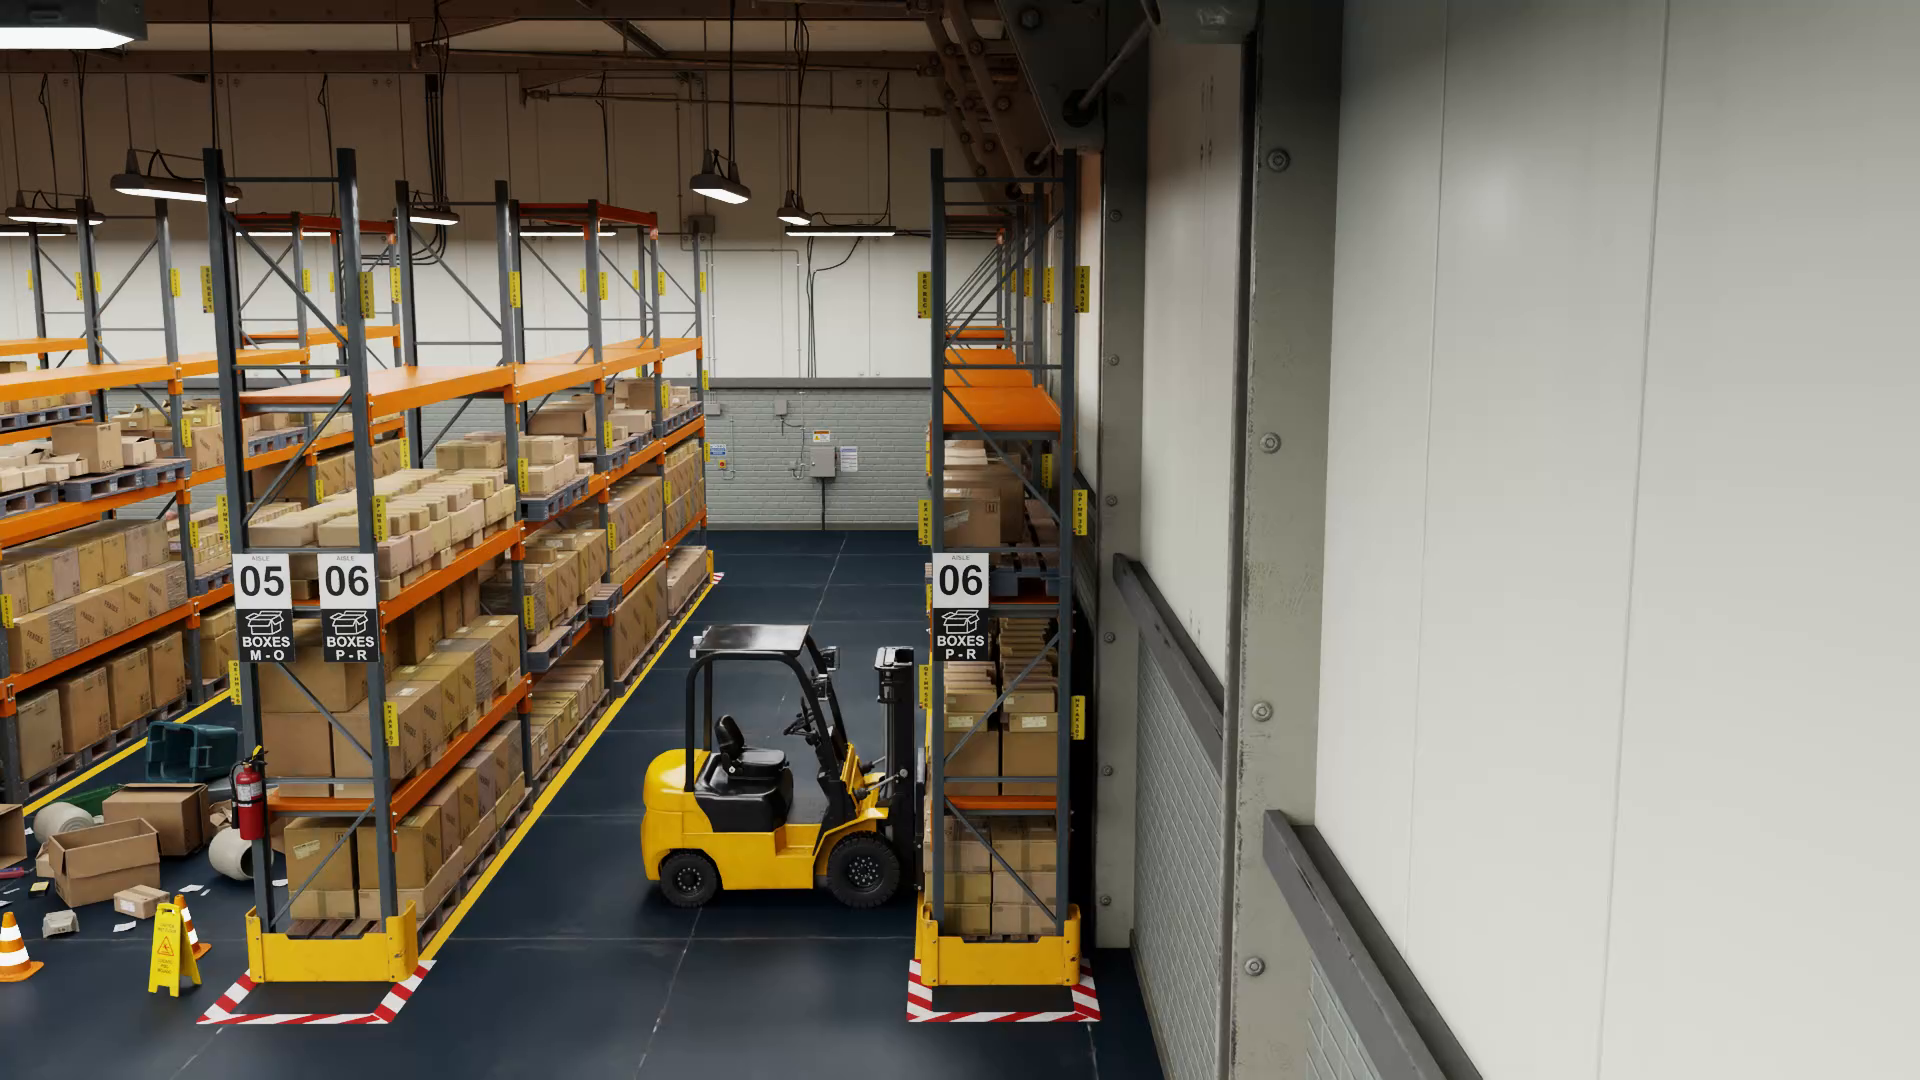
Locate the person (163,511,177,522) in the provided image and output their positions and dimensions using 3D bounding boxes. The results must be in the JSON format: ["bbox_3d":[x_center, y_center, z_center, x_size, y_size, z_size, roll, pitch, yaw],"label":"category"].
[{"bbox_3d":[-11.463,0.431,24.368,0.666,1.763,0.914,0,9,3],"label":"person"}]
